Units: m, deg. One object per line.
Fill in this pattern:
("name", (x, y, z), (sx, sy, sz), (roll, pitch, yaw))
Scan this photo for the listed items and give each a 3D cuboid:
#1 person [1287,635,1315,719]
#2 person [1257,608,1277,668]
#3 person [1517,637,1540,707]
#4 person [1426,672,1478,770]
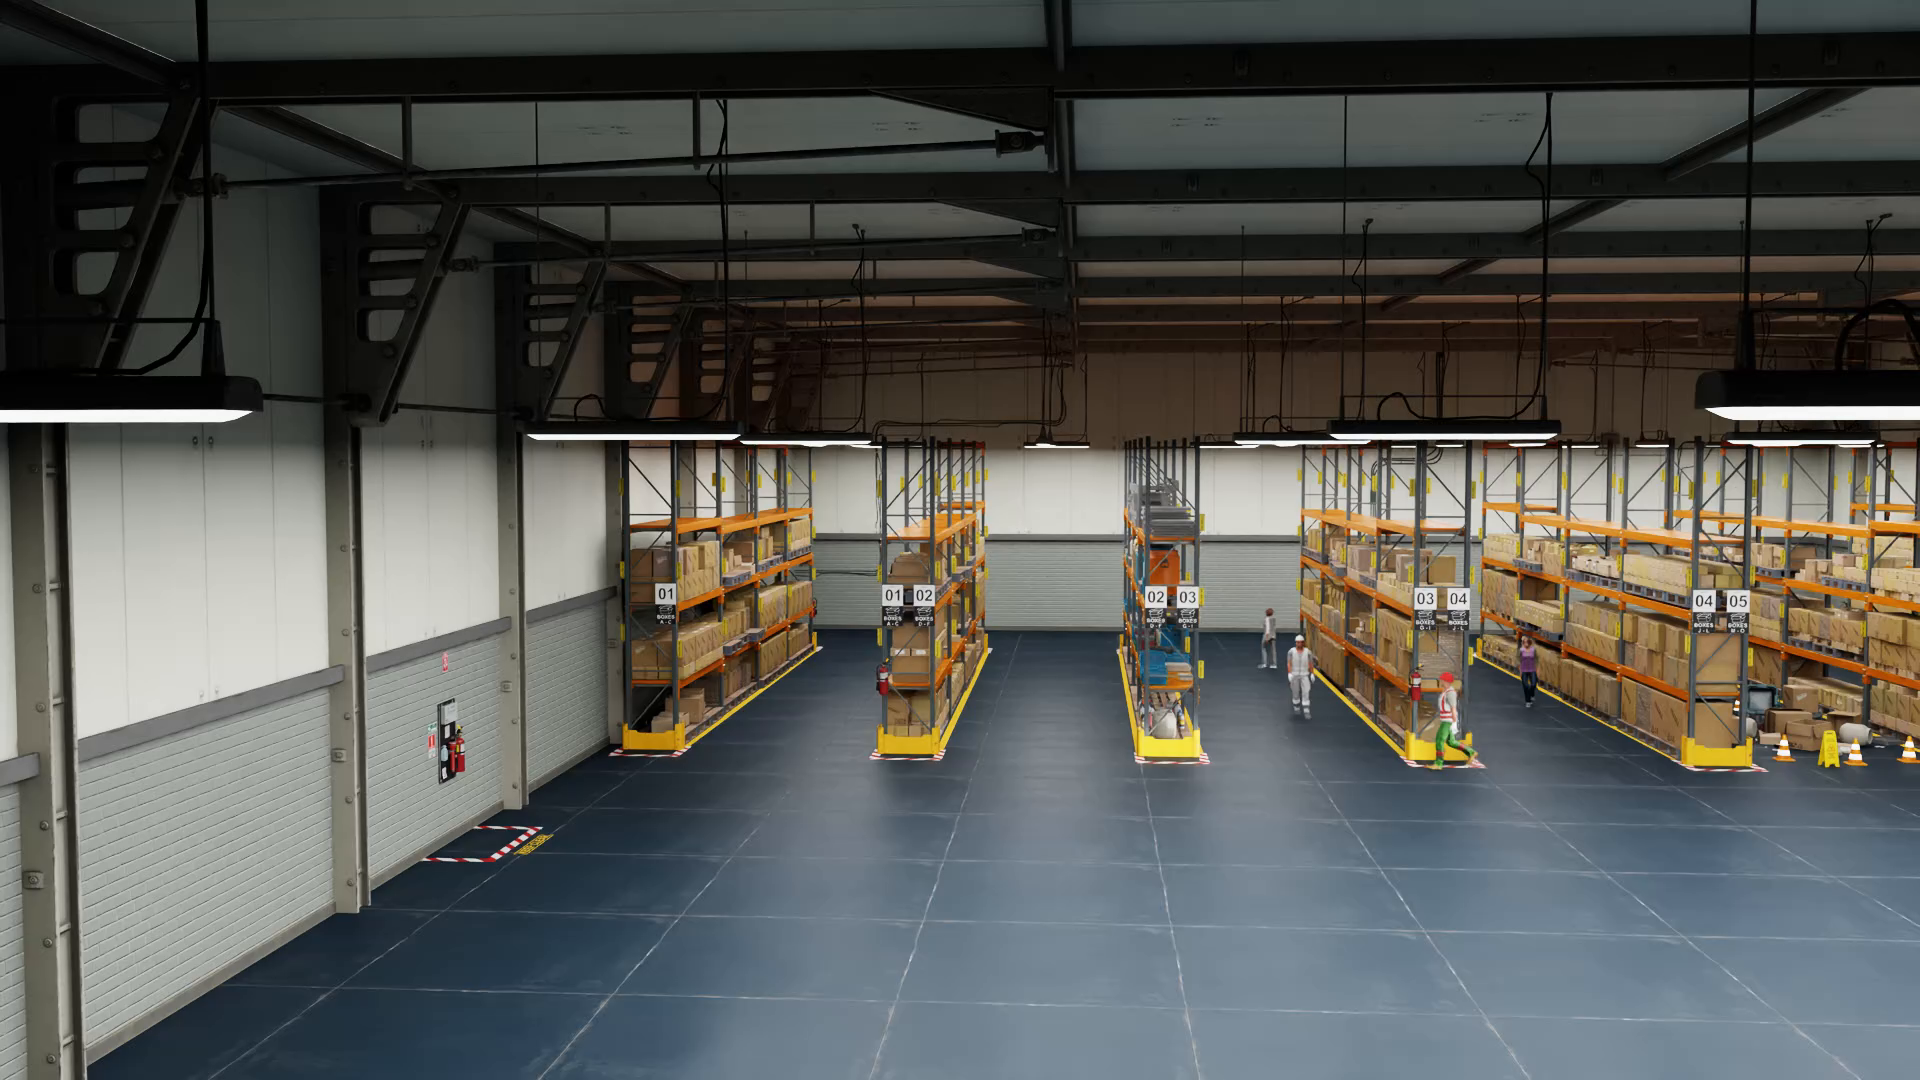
("person", (7.303, 2.913, 35.617), (0.587, 1.742, 0.925), (1, 3, 12))
("person", (8.184, 2.598, 43.846), (0.412, 1.611, 0.653), (-1, 3, -23))
("person", (12.740, 2.949, 37.253), (0.499, 1.578, 0.456), (1, 3, 19))
("person", (8.832, 3.245, 29.810), (0.967, 1.755, 0.614), (0, 3, 1))
